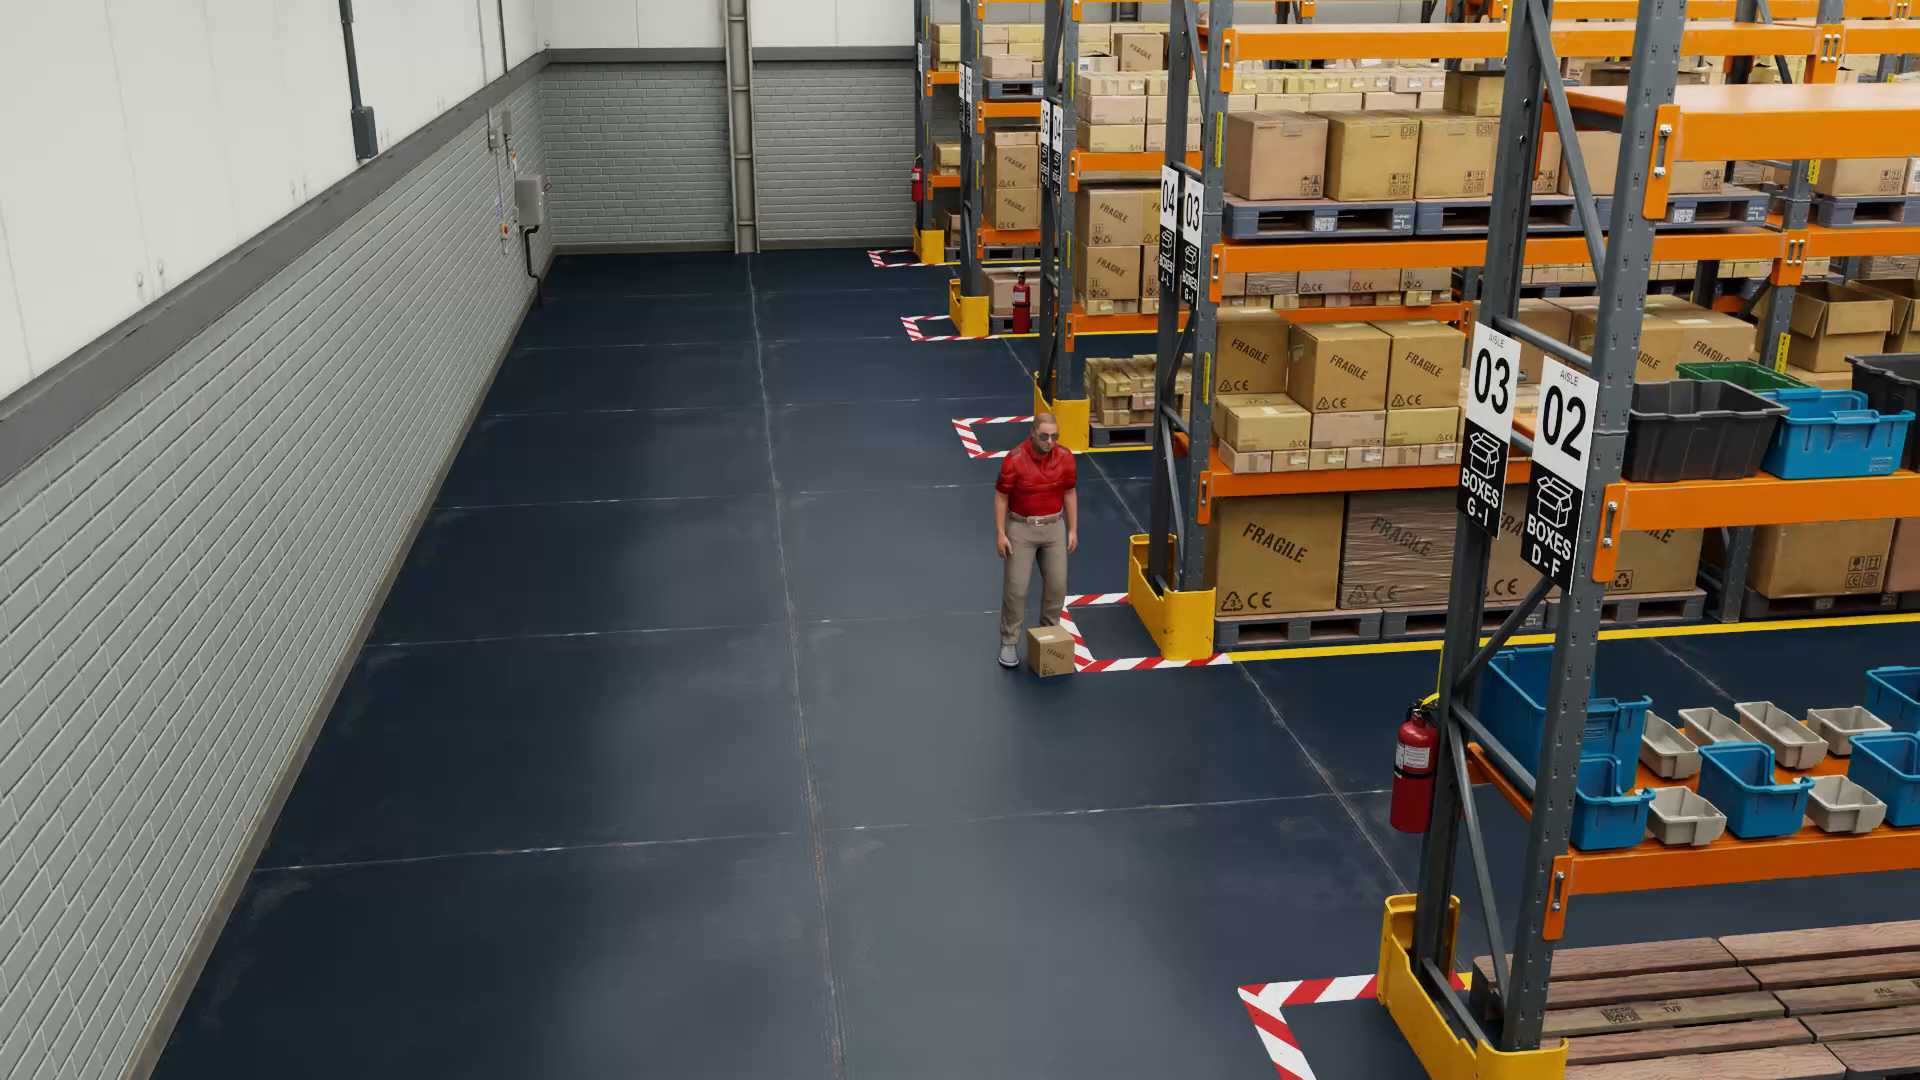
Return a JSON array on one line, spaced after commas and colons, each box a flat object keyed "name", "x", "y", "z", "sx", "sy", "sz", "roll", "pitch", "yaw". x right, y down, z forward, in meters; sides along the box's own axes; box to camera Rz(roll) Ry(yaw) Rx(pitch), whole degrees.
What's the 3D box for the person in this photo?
[{"name": "person", "x": 0.518, "y": -0.030, "z": 11.177, "sx": 0.583, "sy": 1.726, "sz": 0.397, "roll": -6, "pitch": 21, "yaw": -15}]
